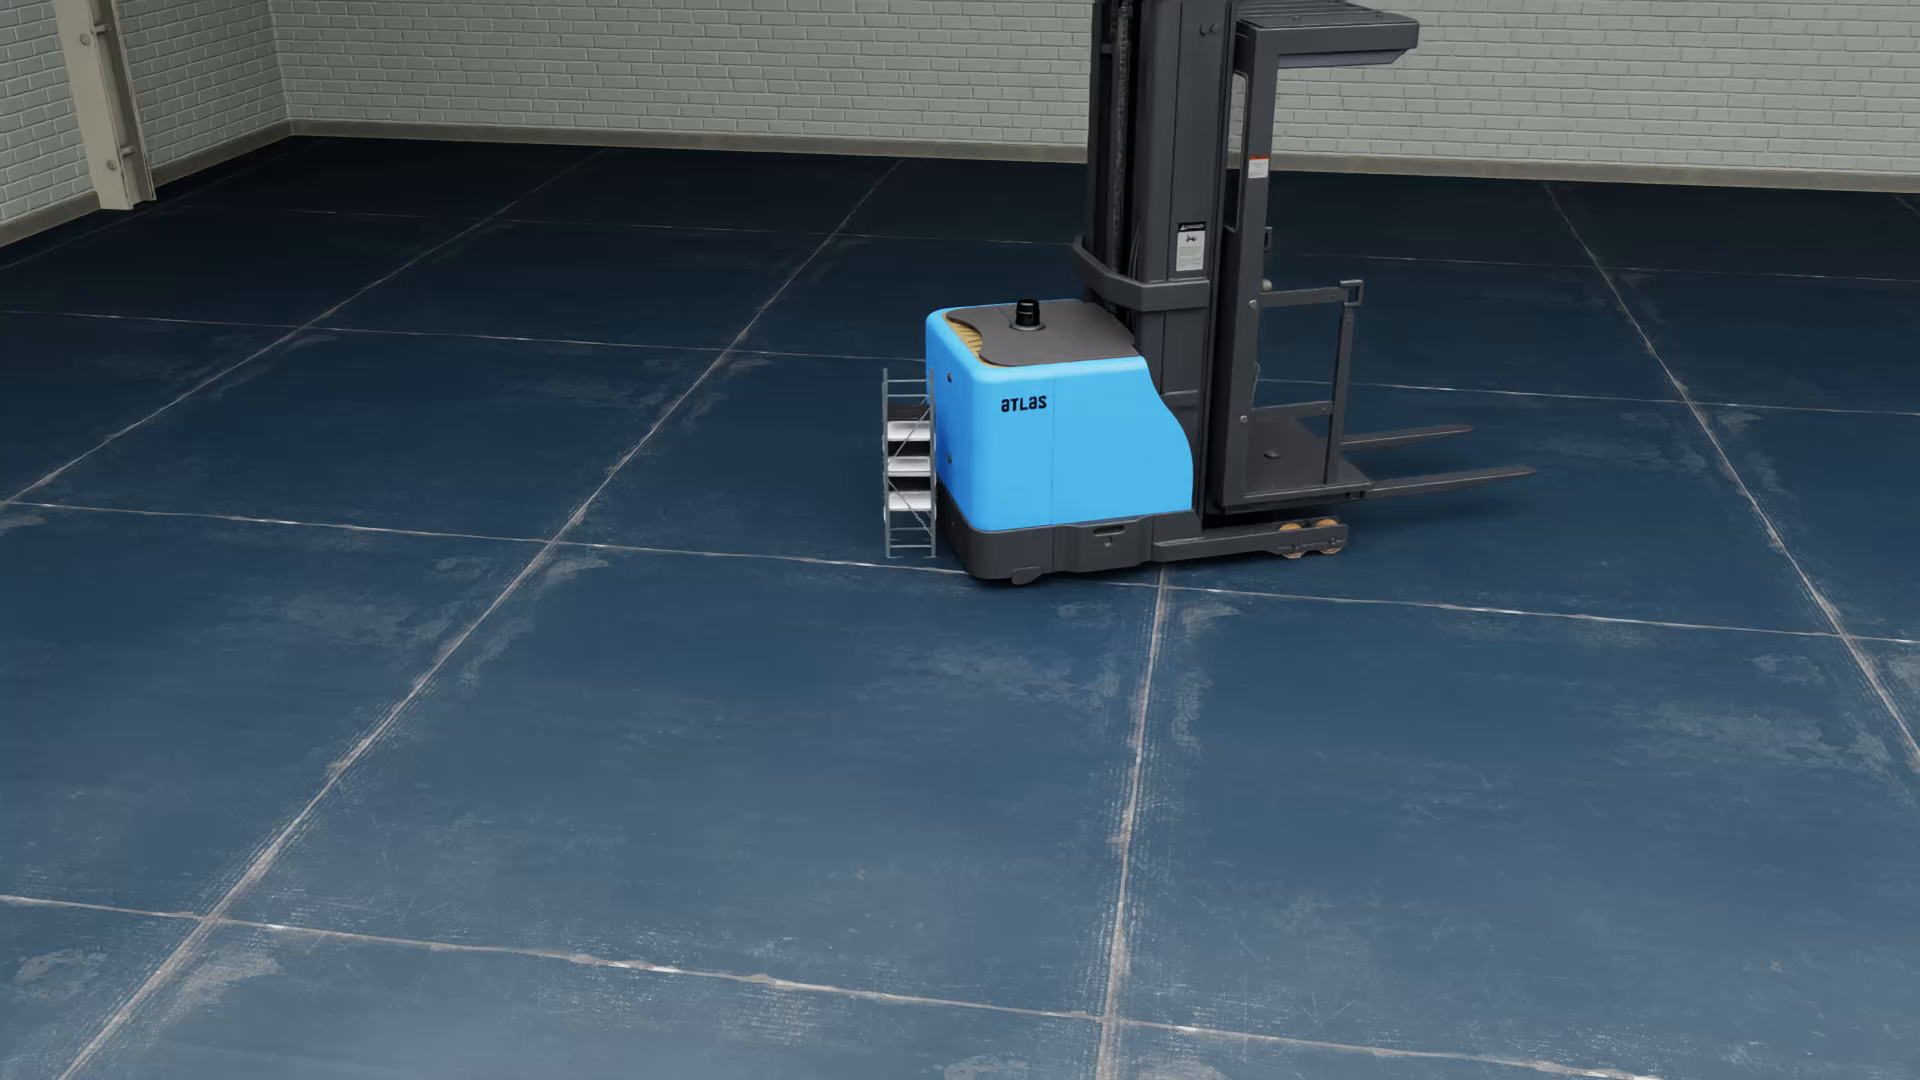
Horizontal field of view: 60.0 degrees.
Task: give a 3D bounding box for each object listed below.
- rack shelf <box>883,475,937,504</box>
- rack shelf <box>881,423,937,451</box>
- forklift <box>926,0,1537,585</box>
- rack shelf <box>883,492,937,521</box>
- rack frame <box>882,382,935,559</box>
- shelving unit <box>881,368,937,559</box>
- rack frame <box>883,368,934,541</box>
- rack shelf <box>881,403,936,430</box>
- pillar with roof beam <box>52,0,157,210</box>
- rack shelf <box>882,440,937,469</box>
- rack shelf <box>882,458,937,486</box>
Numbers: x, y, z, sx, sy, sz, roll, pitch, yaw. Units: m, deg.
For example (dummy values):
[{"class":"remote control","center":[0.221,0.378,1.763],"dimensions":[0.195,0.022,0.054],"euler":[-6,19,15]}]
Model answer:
[{"class":"rack shelf","center":[-0.242,-0.252,8.017],"dimensions":[0.258,0.077,0.200],"euler":[-1,25,-1]},{"class":"rack shelf","center":[-0.242,-0.496,7.902],"dimensions":[0.258,0.077,0.200],"euler":[-1,25,-1]},{"class":"forklift","center":[1.395,-1.448,7.886],"dimensions":[3.031,2.935,1.130],"euler":[-6,26,-13]},{"class":"rack shelf","center":[-0.242,-0.170,8.055],"dimensions":[0.258,0.077,0.200],"euler":[-1,25,-1]},{"class":"rack frame","center":[-0.239,-0.320,7.872],"dimensions":[0.240,0.900,0.006],"euler":[-1,25,-1]},{"class":"shelving unit","center":[-0.242,-0.363,7.965],"dimensions":[0.258,0.900,0.210],"euler":[-1,25,-1]},{"class":"rack frame","center":[-0.244,-0.406,8.057],"dimensions":[0.240,0.900,0.006],"euler":[-1,25,-1]},{"class":"rack shelf","center":[-0.242,-0.578,7.864],"dimensions":[0.258,0.077,0.200],"euler":[-1,25,-1]},{"class":"pillar with roof beam","center":[-3.024,-6.714,11.980],"dimensions":[9.100,9.000,0.400],"euler":[4,25,9]},{"class":"rack shelf","center":[-0.242,-0.415,7.940],"dimensions":[0.258,0.077,0.200],"euler":[-1,25,-1]},{"class":"rack shelf","center":[-0.242,-0.333,7.979],"dimensions":[0.258,0.077,0.200],"euler":[-1,25,-1]}]
